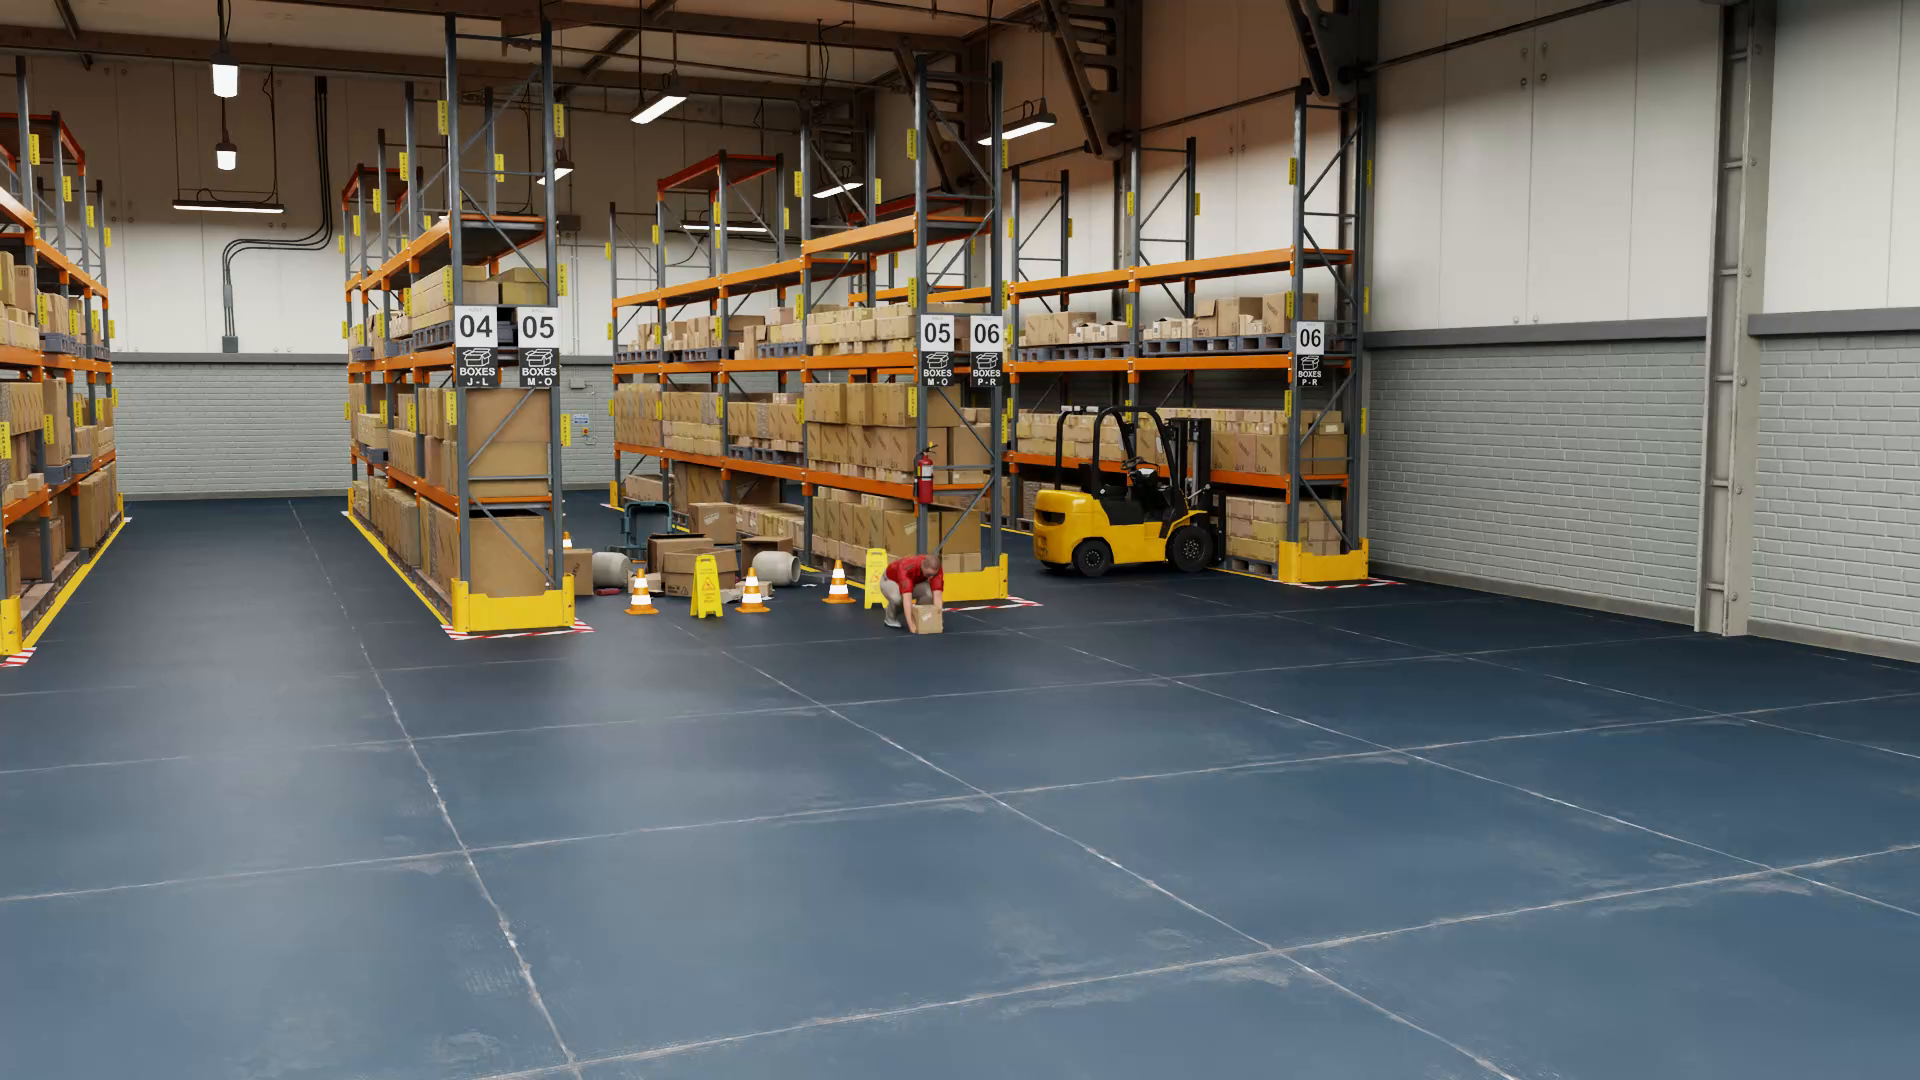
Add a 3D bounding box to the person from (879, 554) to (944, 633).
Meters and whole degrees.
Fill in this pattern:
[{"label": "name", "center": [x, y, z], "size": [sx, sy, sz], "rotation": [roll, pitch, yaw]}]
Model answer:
[{"label": "person", "center": [-0.469, 0.528, 16.696], "size": [0.536, 0.822, 0.912], "rotation": [-2, 6, -25]}]
